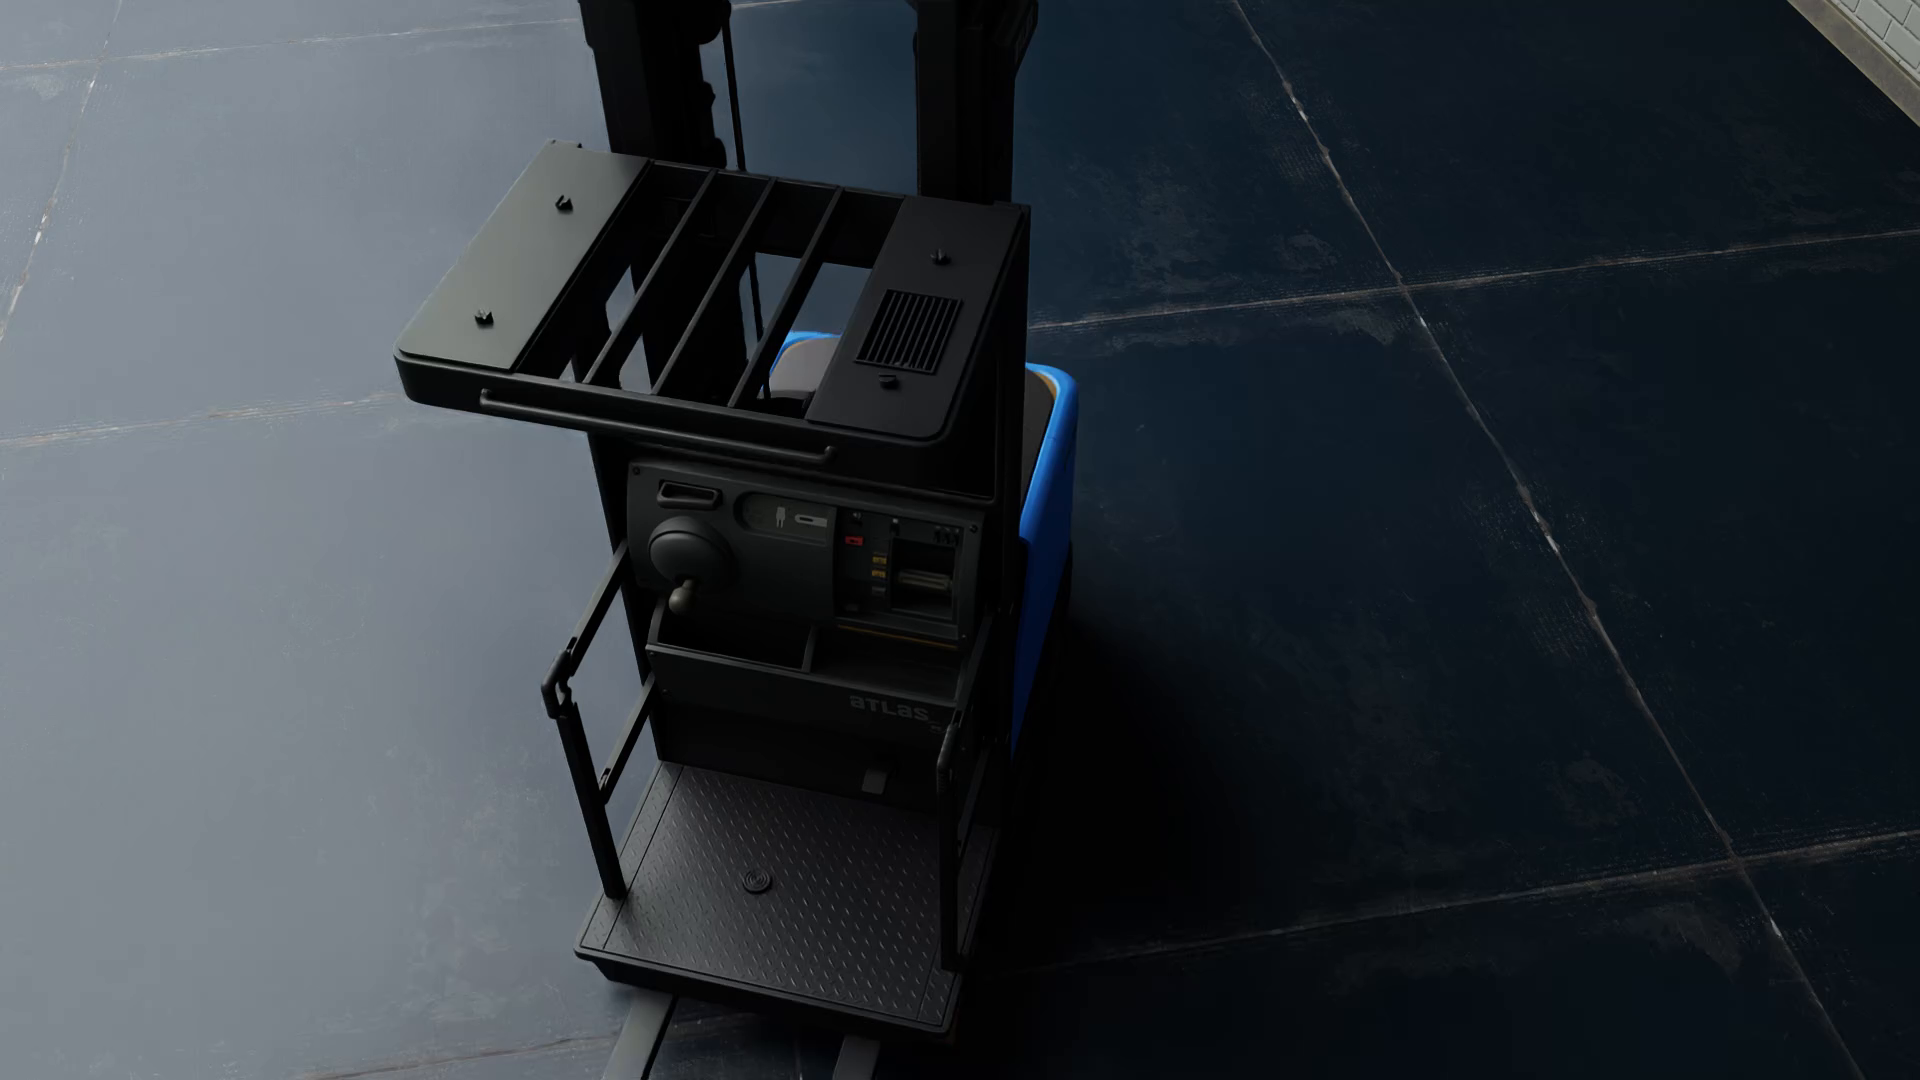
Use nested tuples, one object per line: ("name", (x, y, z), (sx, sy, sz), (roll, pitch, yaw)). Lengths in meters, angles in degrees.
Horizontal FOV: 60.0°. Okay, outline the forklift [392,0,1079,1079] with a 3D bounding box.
("forklift", (-0.449, 0.137, 4.083), (1.130, 2.935, 3.031), (10, 47, 9))
